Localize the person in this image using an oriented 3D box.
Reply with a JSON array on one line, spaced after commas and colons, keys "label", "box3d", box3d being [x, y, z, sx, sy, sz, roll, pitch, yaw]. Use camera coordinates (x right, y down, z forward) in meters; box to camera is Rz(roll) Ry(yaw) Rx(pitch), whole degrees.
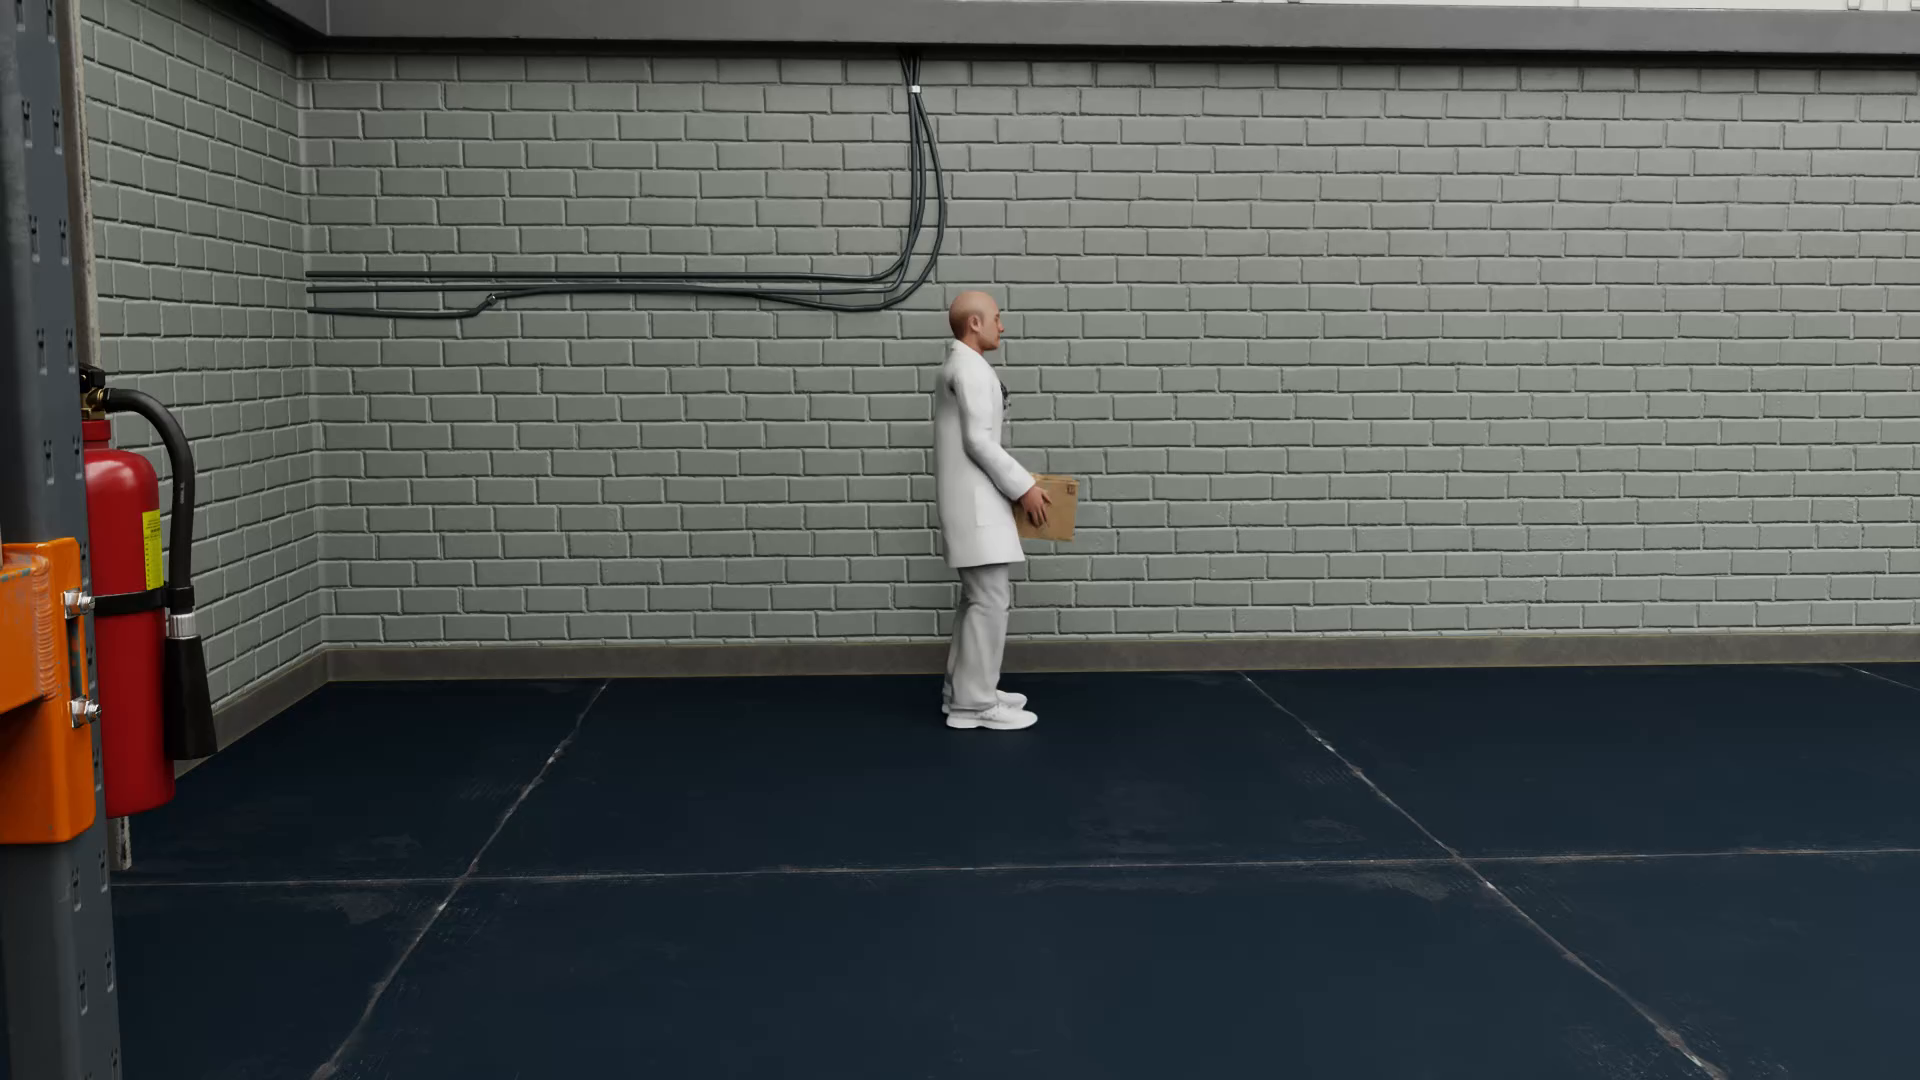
[{"label": "person", "box3d": [0.127, -0.133, 6.898, 0.479, 1.782, 0.572, -1, 7, -5]}]
